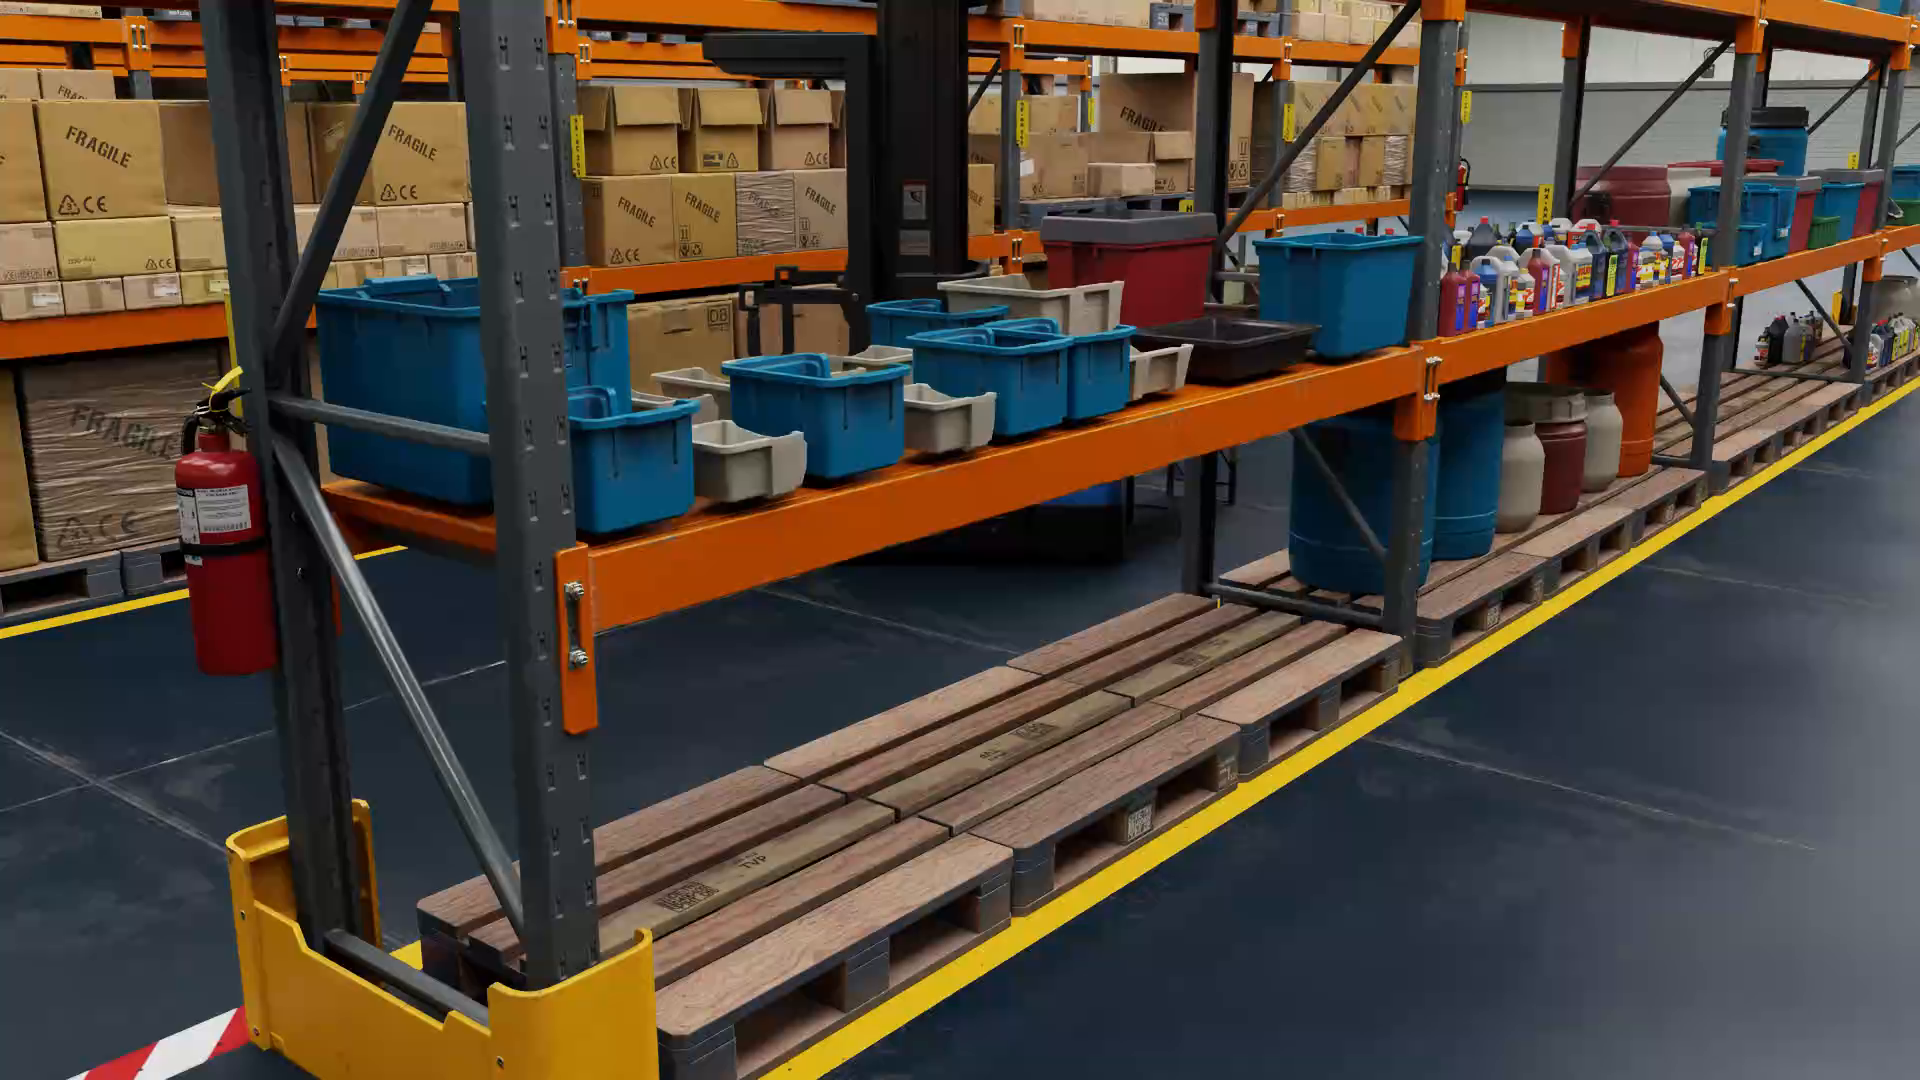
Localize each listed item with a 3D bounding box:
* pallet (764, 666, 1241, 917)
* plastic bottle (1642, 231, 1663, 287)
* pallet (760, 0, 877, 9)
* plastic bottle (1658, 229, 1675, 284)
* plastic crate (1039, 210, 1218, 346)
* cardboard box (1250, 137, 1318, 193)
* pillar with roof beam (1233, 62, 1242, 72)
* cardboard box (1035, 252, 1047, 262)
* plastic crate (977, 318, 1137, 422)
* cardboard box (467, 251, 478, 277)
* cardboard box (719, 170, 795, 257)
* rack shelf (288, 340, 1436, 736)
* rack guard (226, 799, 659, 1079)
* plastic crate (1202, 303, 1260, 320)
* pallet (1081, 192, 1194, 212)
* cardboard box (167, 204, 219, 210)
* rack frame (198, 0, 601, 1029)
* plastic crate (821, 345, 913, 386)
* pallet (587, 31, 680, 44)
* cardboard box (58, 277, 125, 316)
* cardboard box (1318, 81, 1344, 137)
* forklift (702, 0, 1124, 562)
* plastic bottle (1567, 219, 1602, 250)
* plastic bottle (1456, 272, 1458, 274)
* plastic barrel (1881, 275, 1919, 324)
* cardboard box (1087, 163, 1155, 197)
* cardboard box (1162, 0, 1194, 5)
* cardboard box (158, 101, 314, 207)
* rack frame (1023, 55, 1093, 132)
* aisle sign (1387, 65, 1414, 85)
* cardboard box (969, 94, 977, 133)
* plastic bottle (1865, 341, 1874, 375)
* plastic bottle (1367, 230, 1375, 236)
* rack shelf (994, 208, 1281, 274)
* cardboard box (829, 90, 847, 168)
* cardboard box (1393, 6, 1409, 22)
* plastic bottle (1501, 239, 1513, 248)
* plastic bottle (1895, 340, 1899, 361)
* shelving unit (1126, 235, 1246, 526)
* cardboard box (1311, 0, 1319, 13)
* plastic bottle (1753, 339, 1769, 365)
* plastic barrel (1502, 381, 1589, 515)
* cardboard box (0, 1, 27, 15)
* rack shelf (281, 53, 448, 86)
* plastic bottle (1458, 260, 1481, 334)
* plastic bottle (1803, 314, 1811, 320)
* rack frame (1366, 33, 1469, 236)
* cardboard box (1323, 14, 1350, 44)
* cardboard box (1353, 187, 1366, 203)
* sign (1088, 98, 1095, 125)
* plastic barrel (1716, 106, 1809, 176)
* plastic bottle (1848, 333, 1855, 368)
[{"bbox_3d":[0.155,0.744,5.267,1.003,0.211,1.213,11,18,38],"label":"pallet"},{"bbox_3d":[3.469,-1.412,8.349,0.097,0.271,0.097,0,14,0],"label":"plastic bottle"},{"bbox_3d":[-1.049,-3.538,10.750,1.003,0.211,1.213,12,19,40],"label":"pallet"},{"bbox_3d":[3.591,-1.449,8.496,0.097,0.271,0.097,0,14,0],"label":"plastic bottle"},{"bbox_3d":[0.597,-0.917,5.890,0.402,0.464,0.583,11,18,38],"label":"plastic crate"},{"bbox_3d":[2.860,-3.557,15.726,0.875,0.500,0.500,11,18,38],"label":"cardboard box"},{"bbox_3d":[10.766,-13.199,42.302,9.100,9.000,0.400,11,18,38],"label":"pillar with roof beam"},{"bbox_3d":[0.874,-3.875,21.245,0.875,0.875,0.875,11,18,38],"label":"cardboard box"},{"bbox_3d":[0.267,-0.477,4.628,0.416,0.233,0.300,11,18,38],"label":"plastic crate"},{"bbox_3d":[-2.598,-1.476,8.850,0.380,0.149,0.250,12,18,39],"label":"cardboard box"},{"bbox_3d":[-1.385,-2.046,10.382,0.500,0.500,0.500,11,18,36],"label":"cardboard box"},{"bbox_3d":[0.096,-0.258,5.007,1.077,0.370,4.000,11,18,38],"label":"rack shelf"},{"bbox_3d":[-1.166,0.995,3.692,1.175,0.500,0.348,11,18,38],"label":"rack guard"},{"bbox_3d":[0.950,-0.824,6.187,0.396,0.136,0.243,11,18,38],"label":"plastic crate"},{"bbox_3d":[1.227,-2.814,13.999,1.003,0.211,1.213,11,18,38],"label":"pallet"},{"bbox_3d":[-3.952,-1.490,8.097,0.500,0.250,0.500,11,18,38],"label":"cardboard box"},{"bbox_3d":[-1.161,-0.223,3.410,1.000,3.000,0.127,11,18,38],"label":"rack frame"},{"bbox_3d":[-0.268,-0.479,4.829,0.298,0.136,0.250,11,18,38],"label":"plastic crate"},{"bbox_3d":[-3.416,-4.803,15.727,1.213,0.211,1.003,12,19,40],"label":"pallet"},{"bbox_3d":[-3.889,-1.082,7.301,0.380,0.149,0.250,11,18,36],"label":"cardboard box"},{"bbox_3d":[3.323,-4.108,15.864,0.500,0.500,0.500,11,18,38],"label":"cardboard box"},{"bbox_3d":[-0.688,-1.433,8.312,3.031,2.935,1.130,1,14,4],"label":"forklift"},{"bbox_3d":[3.462,-1.639,9.234,0.152,0.276,0.135,11,18,38],"label":"plastic bottle"},{"bbox_3d":[2.062,-1.009,6.905,0.097,0.201,0.097,0,14,0],"label":"plastic bottle"},{"bbox_3d":[8.541,-2.147,15.184,0.421,0.512,0.421,0,14,0],"label":"plastic barrel"},{"bbox_3d":[1.247,-2.938,13.548,0.500,0.250,0.500,11,18,36],"label":"cardboard box"},{"bbox_3d":[1.565,-4.740,14.035,0.797,0.503,0.637,12,19,40],"label":"cardboard box"},{"bbox_3d":[-3.638,-1.945,8.365,0.500,0.500,0.500,11,18,36],"label":"cardboard box"},{"bbox_3d":[1.249,-4.841,21.587,1.000,3.000,0.127,11,18,38],"label":"rack frame"},{"bbox_3d":[4.849,-5.372,18.399,0.394,0.787,0.004,11,18,38],"label":"aisle sign"},{"bbox_3d":[-0.305,-4.942,19.486,0.875,0.550,0.550,11,18,38],"label":"cardboard box"},{"bbox_3d":[6.923,-1.406,12.712,0.097,0.271,0.097,0,14,0],"label":"plastic bottle"},{"bbox_3d":[1.789,-1.170,7.236,0.144,0.351,0.185,11,18,38],"label":"plastic bottle"},{"bbox_3d":[1.272,-2.556,14.055,1.077,0.370,4.000,11,18,38],"label":"rack shelf"},{"bbox_3d":[-0.869,-2.795,11.292,0.797,0.503,0.637,12,18,39],"label":"cardboard box"},{"bbox_3d":[4.288,-5.279,16.713,0.380,0.149,0.250,10,17,35],"label":"cardboard box"},{"bbox_3d":[2.875,-1.494,8.816,0.097,0.201,0.097,0,14,0],"label":"plastic bottle"},{"bbox_3d":[7.526,-1.556,13.444,0.097,0.201,0.097,0,14,0],"label":"plastic bottle"},{"bbox_3d":[1.230,-0.878,9.034,0.431,1.500,0.755,6,16,23],"label":"shelving unit"},{"bbox_3d":[3.087,-4.938,15.373,0.380,0.149,0.250,10,17,35],"label":"cardboard box"},{"bbox_3d":[6.367,-1.496,13.210,0.097,0.201,0.097,0,14,0],"label":"plastic bottle"},{"bbox_3d":[2.863,-0.478,8.456,0.600,0.588,0.708,11,18,38],"label":"plastic barrel"},{"bbox_3d":[-6.715,-3.694,11.286,0.500,0.250,0.500,11,18,37],"label":"cardboard box"},{"bbox_3d":[-6.436,-5.544,19.722,1.077,0.370,4.000,11,18,38],"label":"rack shelf"},{"bbox_3d":[2.000,-0.963,6.557,0.061,0.283,0.133,11,18,38],"label":"plastic bottle"},{"bbox_3d":[7.235,-1.795,14.243,0.097,0.271,0.097,0,14,0],"label":"plastic bottle"},{"bbox_3d":[5.043,-4.054,18.489,1.000,3.000,0.127,11,18,38],"label":"rack frame"},{"bbox_3d":[3.340,-4.818,15.708,0.500,0.250,0.500,11,18,37],"label":"cardboard box"},{"bbox_3d":[3.831,-3.450,16.622,0.380,0.149,0.250,11,18,38],"label":"cardboard box"},{"bbox_3d":[1.662,-5.430,21.074,0.100,0.325,0.005,11,18,38],"label":"sign"},{"bbox_3d":[5.903,-2.737,12.288,0.600,0.901,0.708,11,18,38],"label":"plastic barrel"},{"bbox_3d":[7.021,-1.494,13.035,0.061,0.283,0.133,11,18,38],"label":"plastic bottle"}]
